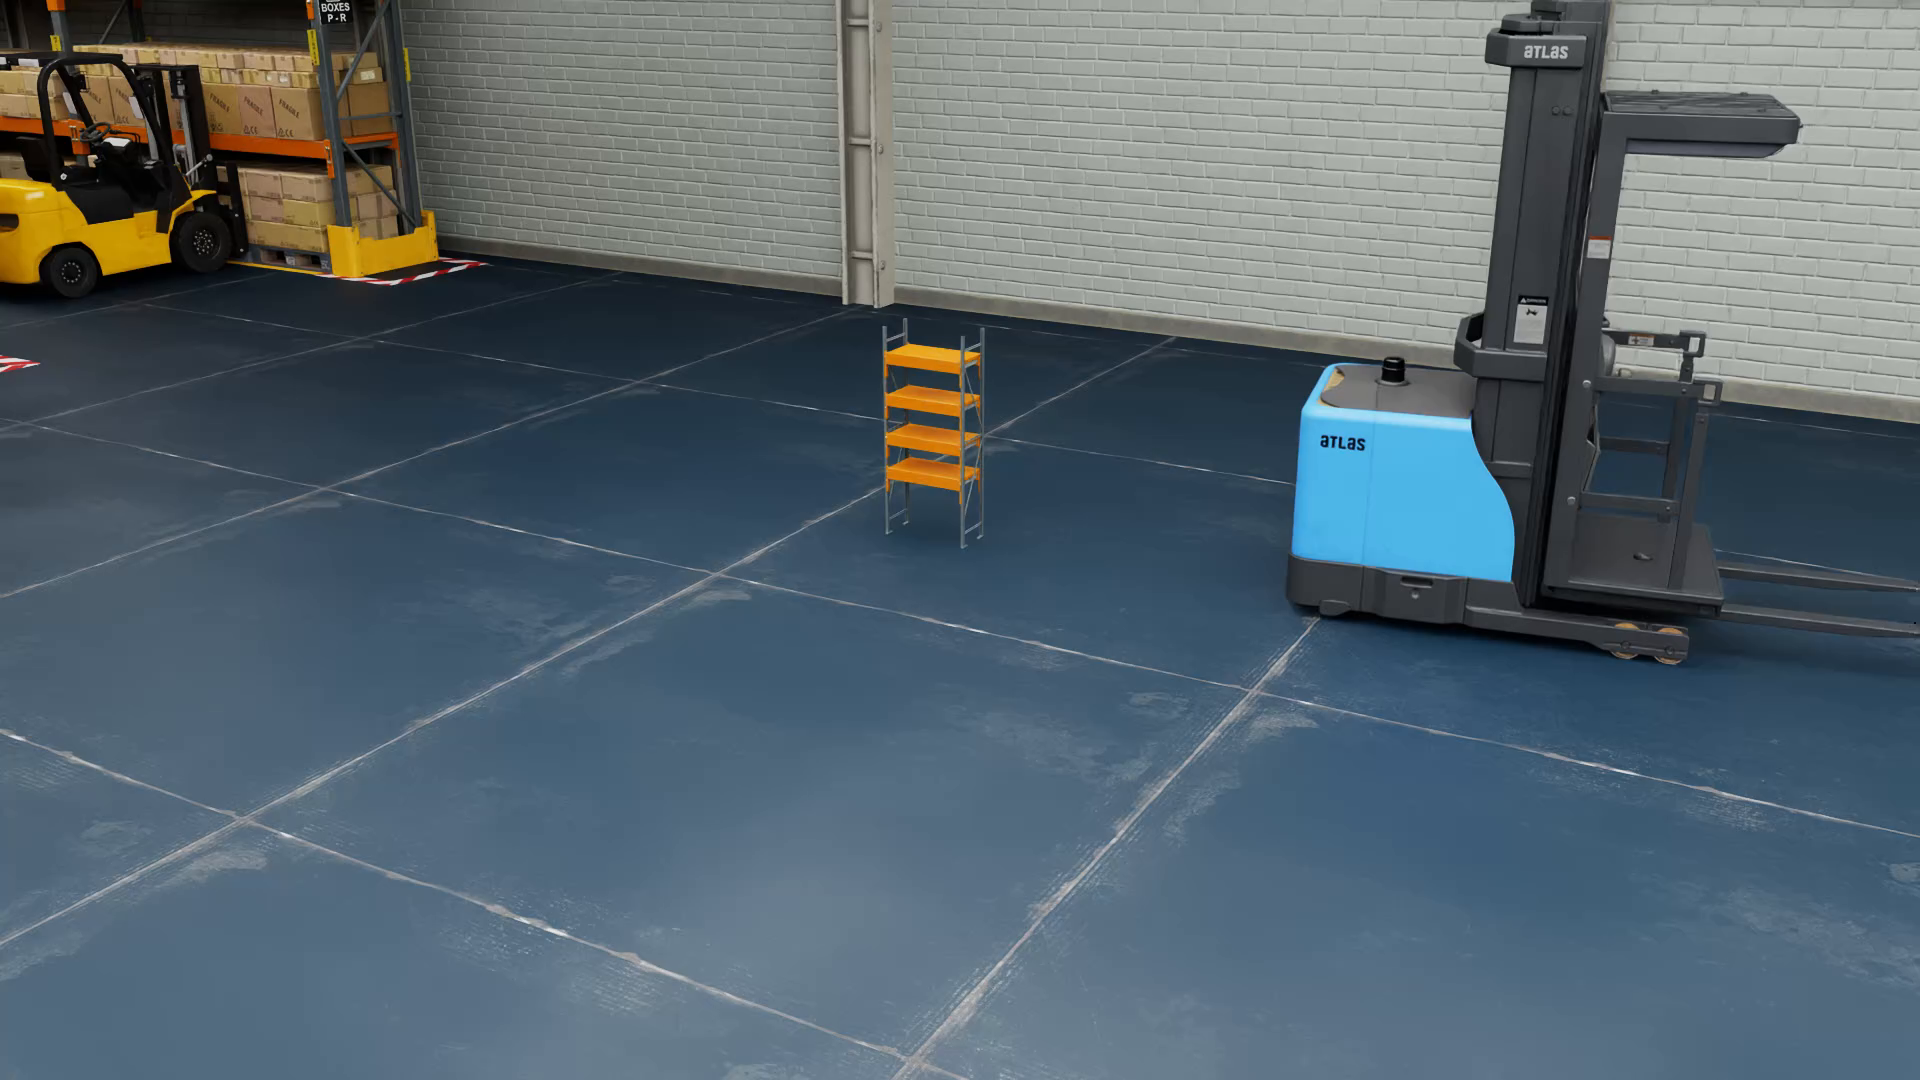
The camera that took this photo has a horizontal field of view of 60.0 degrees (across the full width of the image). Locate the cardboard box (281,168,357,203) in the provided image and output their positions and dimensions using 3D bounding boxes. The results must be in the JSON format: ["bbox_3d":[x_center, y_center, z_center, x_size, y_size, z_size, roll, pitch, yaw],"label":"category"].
[{"bbox_3d":[-6.467,-3.580,16.785,0.500,0.250,0.500,12,23,29],"label":"cardboard box"}]

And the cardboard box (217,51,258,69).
[{"bbox_3d":[-7.263,-4.851,16.805,0.250,0.149,0.380,11,23,29],"label":"cardboard box"}]

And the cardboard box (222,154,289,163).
[{"bbox_3d":[-7.553,-3.988,17.911,0.500,0.250,0.500,10,22,26],"label":"cardboard box"}]

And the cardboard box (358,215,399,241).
[{"bbox_3d":[-6.246,-3.266,17.386,0.500,0.250,0.500,11,23,28],"label":"cardboard box"}]

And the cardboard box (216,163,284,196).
[{"bbox_3d":[-7.361,-3.744,17.238,0.500,0.250,0.500,11,23,28],"label":"cardboard box"}]

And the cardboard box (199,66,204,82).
[{"bbox_3d":[-7.658,-4.822,17.161,0.250,0.149,0.380,11,22,27],"label":"cardboard box"}]

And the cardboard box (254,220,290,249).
[{"bbox_3d":[-6.907,-3.196,17.193,0.500,0.250,0.500,11,23,27],"label":"cardboard box"}]

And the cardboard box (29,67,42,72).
[{"bbox_3d":[-10.046,-5.267,18.387,0.250,0.149,0.380,10,22,27],"label":"cardboard box"}]

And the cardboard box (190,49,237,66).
[{"bbox_3d":[-7.670,-4.963,17.115,0.250,0.149,0.380,11,23,28],"label":"cardboard box"}]

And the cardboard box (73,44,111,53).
[{"bbox_3d":[-9.271,-5.237,17.869,0.250,0.149,0.380,11,23,28],"label":"cardboard box"}]

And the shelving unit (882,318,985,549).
[{"bbox_3d":[-0.145,-0.592,9.236,0.503,1.200,0.258,11,23,27],"label":"shelving unit"}]

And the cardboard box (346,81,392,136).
[{"bbox_3d":[-6.210,-4.433,17.041,0.500,0.500,0.500,12,23,29],"label":"cardboard box"}]

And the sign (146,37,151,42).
[{"bbox_3d":[-9.136,-5.496,18.732,0.005,0.325,0.100,11,23,27],"label":"sign"}]

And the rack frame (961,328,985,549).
[{"bbox_3d":[0.068,-0.551,9.124,0.015,1.200,0.240,11,23,27],"label":"rack frame"}]

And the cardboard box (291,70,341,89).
[{"bbox_3d":[-6.352,-4.547,16.405,0.250,0.149,0.380,11,23,28],"label":"cardboard box"}]

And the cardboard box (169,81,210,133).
[{"bbox_3d":[-7.811,-4.526,17.298,0.500,0.500,0.500,11,23,28],"label":"cardboard box"}]

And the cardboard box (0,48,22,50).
[{"bbox_3d":[-11.338,-5.735,19.679,0.250,0.149,0.380,10,22,26],"label":"cardboard box"}]

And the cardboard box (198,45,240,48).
[{"bbox_3d":[-7.877,-5.193,17.747,0.250,0.149,0.380,11,22,27],"label":"cardboard box"}]

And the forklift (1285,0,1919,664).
[{"bbox_3d":[3.213,-1.001,7.827,3.031,2.935,1.130,7,21,18],"label":"forklift"}]

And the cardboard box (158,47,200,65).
[{"bbox_3d":[-8.108,-5.046,17.344,0.250,0.149,0.380,11,23,27],"label":"cardboard box"}]

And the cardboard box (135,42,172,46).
[{"bbox_3d":[-8.780,-5.361,18.211,0.250,0.149,0.380,10,22,26],"label":"cardboard box"}]

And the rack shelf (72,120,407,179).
[{"bbox_3d":[-7.659,-4.216,17.643,4.000,0.370,1.077,11,23,27],"label":"rack shelf"}]

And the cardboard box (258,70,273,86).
[{"bbox_3d":[-6.786,-4.643,16.667,0.250,0.149,0.380,11,23,28],"label":"cardboard box"}]

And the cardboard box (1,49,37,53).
[{"bbox_3d":[-10.915,-5.628,19.384,0.250,0.149,0.380,11,23,28],"label":"cardboard box"}]

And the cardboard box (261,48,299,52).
[{"bbox_3d":[-7.002,-5.008,17.237,0.250,0.149,0.380,12,23,29],"label":"cardboard box"}]

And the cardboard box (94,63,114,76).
[{"bbox_3d":[-9.028,-5.065,17.830,0.250,0.149,0.380,11,23,29],"label":"cardboard box"}]

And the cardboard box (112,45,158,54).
[{"bbox_3d":[-8.772,-5.181,17.714,0.250,0.149,0.380,10,22,26],"label":"cardboard box"}]

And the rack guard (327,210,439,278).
[{"bbox_3d":[-5.892,-3.042,17.019,0.348,0.500,1.175,11,23,27],"label":"rack guard"}]

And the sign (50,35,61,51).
[{"bbox_3d":[-9.661,-5.230,17.804,0.005,0.325,0.100,11,23,27],"label":"sign"}]

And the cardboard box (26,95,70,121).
[{"bbox_3d":[-9.972,-4.822,18.479,0.500,0.250,0.500,11,23,29],"label":"cardboard box"}]

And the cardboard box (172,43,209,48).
[{"bbox_3d":[-8.293,-5.298,18.038,0.250,0.149,0.380,10,22,26],"label":"cardboard box"}]

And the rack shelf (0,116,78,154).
[{"bbox_3d":[-11.151,-4.881,19.477,4.000,0.370,1.077,11,23,27],"label":"rack shelf"}]

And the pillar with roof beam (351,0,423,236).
[{"bbox_3d":[-8.181,-6.144,13.106,0.400,9.000,9.100,11,23,27],"label":"pillar with roof beam"}]

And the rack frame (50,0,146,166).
[{"bbox_3d":[-9.405,-4.887,18.437,0.127,3.000,1.000,11,23,27],"label":"rack frame"}]

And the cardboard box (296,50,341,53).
[{"bbox_3d":[-6.551,-4.926,17.011,0.250,0.149,0.380,11,23,28],"label":"cardboard box"}]

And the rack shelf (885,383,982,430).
[{"bbox_3d":[-0.145,-0.739,9.183,0.480,0.148,0.258,11,23,27],"label":"rack shelf"}]

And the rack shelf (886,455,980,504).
[{"bbox_3d":[-0.145,-0.342,9.327,0.480,0.148,0.258,11,23,27],"label":"rack shelf"}]

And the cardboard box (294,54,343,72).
[{"bbox_3d":[-6.328,-4.710,16.416,0.250,0.149,0.380,11,23,27],"label":"cardboard box"}]

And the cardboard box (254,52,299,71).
[{"bbox_3d":[-6.800,-4.777,16.602,0.250,0.149,0.380,11,23,28],"label":"cardboard box"}]

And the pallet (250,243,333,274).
[{"bbox_3d":[-6.601,-3.025,17.395,1.213,0.211,1.003,11,23,27],"label":"pallet"}]

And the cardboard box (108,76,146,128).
[{"bbox_3d":[-8.682,-4.700,17.777,0.500,0.500,0.500,11,23,28],"label":"cardboard box"}]

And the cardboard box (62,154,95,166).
[{"bbox_3d":[-9.866,-4.051,19.001,0.625,0.625,0.875,12,23,30],"label":"cardboard box"}]

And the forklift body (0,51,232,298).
[{"bbox_3d":[-8.458,-3.595,16.120,1.214,2.155,2.313,11,23,27],"label":"forklift body"}]

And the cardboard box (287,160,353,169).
[{"bbox_3d":[-6.678,-3.814,17.432,0.500,0.250,0.500,11,23,27],"label":"cardboard box"}]

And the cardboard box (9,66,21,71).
[{"bbox_3d":[-10.528,-5.327,18.555,0.250,0.149,0.380,10,22,26],"label":"cardboard box"}]

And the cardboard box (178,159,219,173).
[{"bbox_3d":[-8.254,-3.920,17.723,0.500,0.250,0.500,12,23,29],"label":"cardboard box"}]

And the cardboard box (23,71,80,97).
[{"bbox_3d":[-9.958,-5.057,18.393,0.500,0.250,0.500,10,22,26],"label":"cardboard box"}]

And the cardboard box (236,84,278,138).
[{"bbox_3d":[-6.919,-4.361,16.842,0.500,0.500,0.500,12,23,29],"label":"cardboard box"}]

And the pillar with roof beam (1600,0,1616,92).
[{"bbox_3d":[2.296,-4.148,7.605,0.400,9.000,9.100,11,23,27],"label":"pillar with roof beam"}]

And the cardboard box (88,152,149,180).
[{"bbox_3d":[-9.136,-4.088,18.185,0.500,0.250,0.500,10,22,26],"label":"cardboard box"}]

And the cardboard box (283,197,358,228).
[{"bbox_3d":[-6.490,-3.349,16.882,0.500,0.250,0.500,10,22,27],"label":"cardboard box"}]

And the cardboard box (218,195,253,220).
[{"bbox_3d":[-7.384,-3.515,17.340,0.500,0.250,0.500,10,22,26],"label":"cardboard box"}]

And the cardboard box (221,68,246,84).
[{"bbox_3d":[-7.253,-4.717,16.873,0.250,0.149,0.380,10,22,26],"label":"cardboard box"}]

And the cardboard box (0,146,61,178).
[{"bbox_3d":[-11.197,-4.307,19.706,0.625,0.625,0.875,10,22,25],"label":"cardboard box"}]

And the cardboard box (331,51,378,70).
[{"bbox_3d":[-6.102,-4.833,16.754,0.250,0.149,0.380,10,22,26],"label":"cardboard box"}]

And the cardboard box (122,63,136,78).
[{"bbox_3d":[-8.608,-4.966,17.560,0.250,0.149,0.380,11,23,28],"label":"cardboard box"}]

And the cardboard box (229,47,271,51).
[{"bbox_3d":[-7.438,-5.098,17.487,0.250,0.149,0.380,11,23,28],"label":"cardboard box"}]

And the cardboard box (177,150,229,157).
[{"bbox_3d":[-8.431,-4.157,18.377,0.500,0.250,0.500,10,22,27],"label":"cardboard box"}]

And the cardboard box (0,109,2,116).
[{"bbox_3d":[-10.833,-4.996,18.958,0.500,0.250,0.500,11,23,28],"label":"cardboard box"}]
